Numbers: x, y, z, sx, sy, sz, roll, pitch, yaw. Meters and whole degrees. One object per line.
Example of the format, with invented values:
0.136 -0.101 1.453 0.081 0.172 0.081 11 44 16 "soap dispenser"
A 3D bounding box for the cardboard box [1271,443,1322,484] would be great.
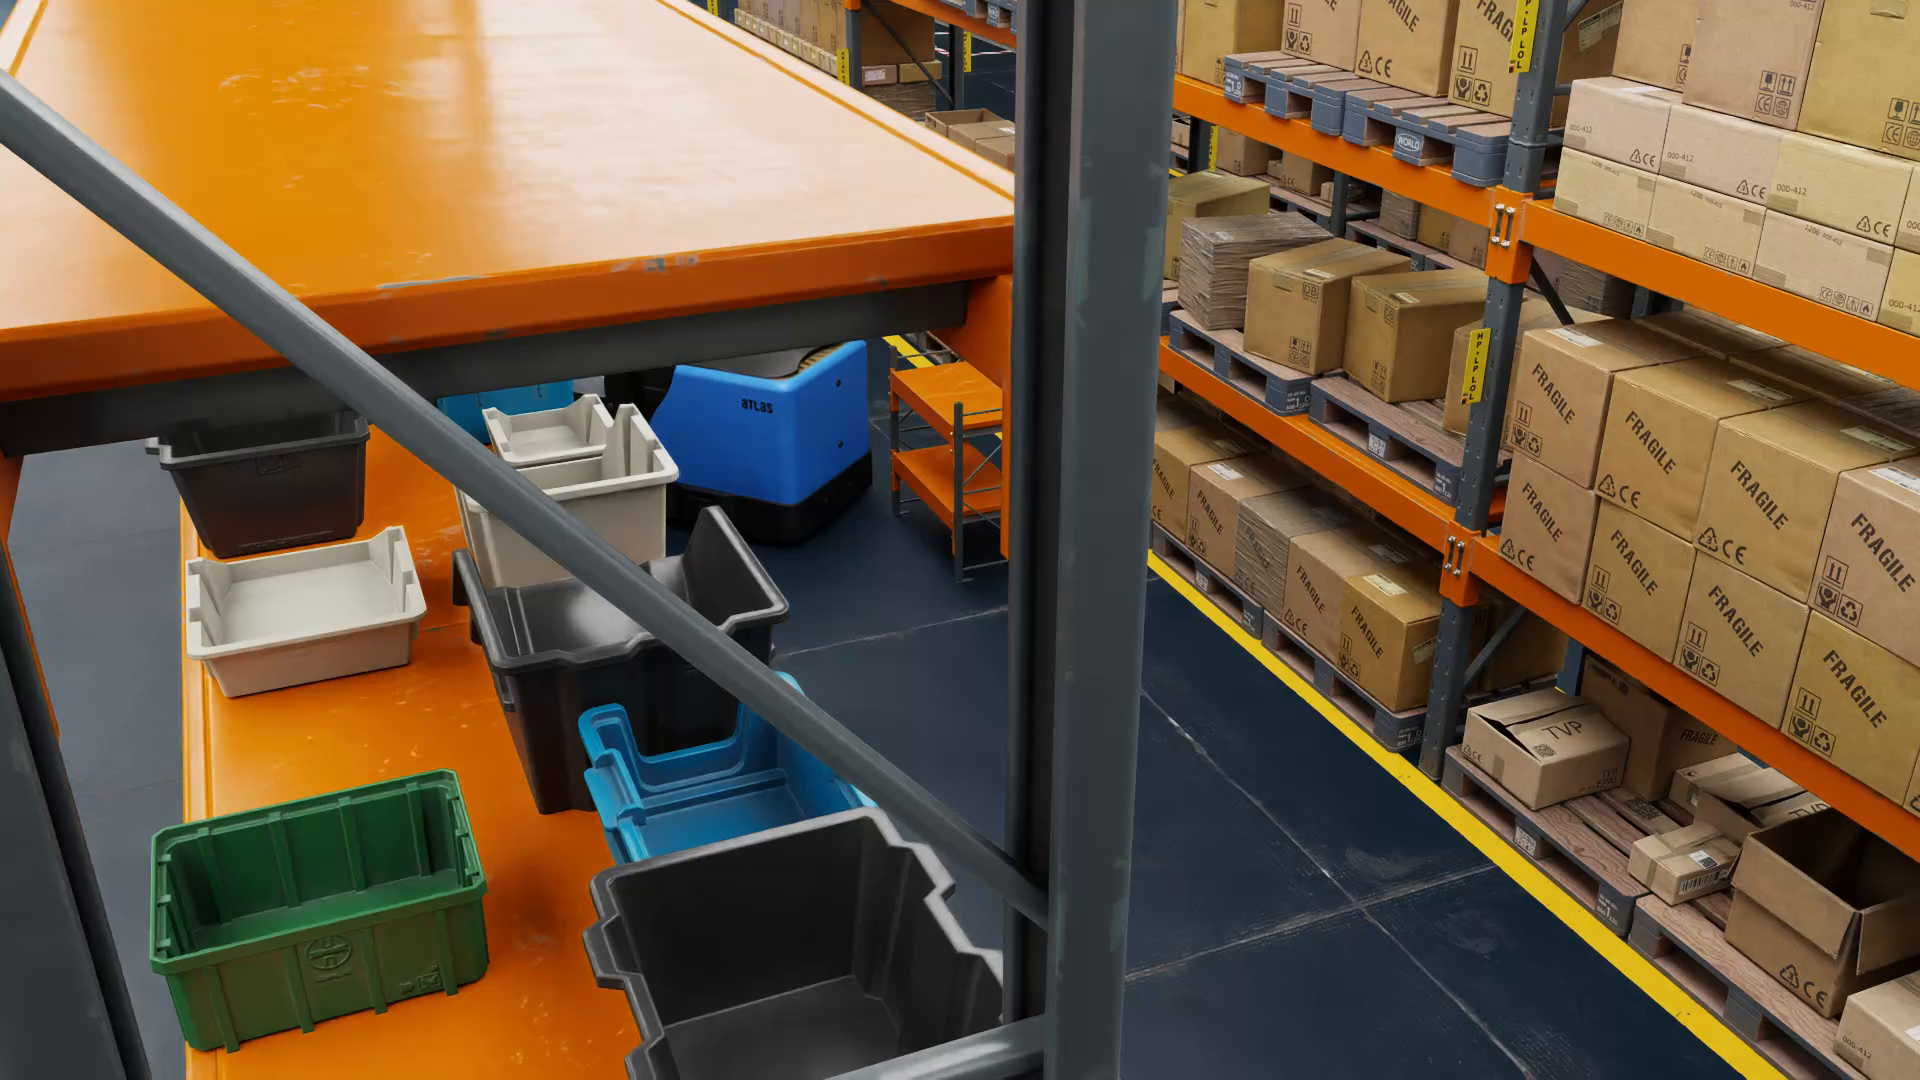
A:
2.129 -0.561 9.474 0.500 0.250 0.500 -11 28 -22 "cardboard box"

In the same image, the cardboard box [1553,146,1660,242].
2.646 -1.348 6.345 0.500 0.250 0.500 -11 28 -21 "cardboard box"

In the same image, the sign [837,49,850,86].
-0.960 -3.865 13.670 0.100 0.325 0.005 -11 28 -21 "sign"

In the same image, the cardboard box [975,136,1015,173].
0.444 -2.641 12.126 0.500 0.500 0.500 -12 29 -23 "cardboard box"

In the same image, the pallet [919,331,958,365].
0.356 -1.499 13.080 1.003 0.211 1.213 -11 28 -21 "pallet"

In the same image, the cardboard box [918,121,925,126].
-0.217 -3.278 13.715 0.500 0.250 0.500 -9 27 -17 "cardboard box"

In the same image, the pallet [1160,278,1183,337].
1.446 -1.574 10.273 1.213 0.211 1.003 -11 28 -21 "pallet"

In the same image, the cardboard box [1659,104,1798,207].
2.842 -1.371 5.822 0.500 0.250 0.500 -11 28 -21 "cardboard box"

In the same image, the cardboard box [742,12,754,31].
-1.955 -5.186 16.600 0.380 0.149 0.250 -11 28 -22 "cardboard box"

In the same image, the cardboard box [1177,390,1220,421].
1.699 -0.659 10.528 0.500 0.500 0.500 -9 28 -19 "cardboard box"

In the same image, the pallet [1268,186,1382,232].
3.811 -3.401 16.975 1.003 0.211 1.213 -11 28 -21 "pallet"

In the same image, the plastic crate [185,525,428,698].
-1.347 0.137 3.433 0.437 0.136 0.530 -11 28 -21 "plastic crate"

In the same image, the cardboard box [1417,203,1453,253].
4.659 -2.969 15.260 0.700 0.500 0.500 -11 28 -22 "cardboard box"

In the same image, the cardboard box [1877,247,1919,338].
3.231 -0.742 5.104 0.500 0.250 0.500 -11 28 -21 "cardboard box"

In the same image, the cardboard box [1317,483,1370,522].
2.310 -0.035 9.250 0.500 0.500 0.500 -10 28 -20 "cardboard box"

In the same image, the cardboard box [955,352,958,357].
0.287 -1.456 12.469 0.500 0.250 0.500 -10 28 -19 "cardboard box"

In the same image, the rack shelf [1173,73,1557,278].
1.900 -2.139 8.613 1.077 0.370 4.000 -11 28 -21 "rack shelf"

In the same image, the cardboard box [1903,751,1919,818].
3.427 0.718 5.247 0.500 0.500 0.500 -10 28 -20 "cardboard box"

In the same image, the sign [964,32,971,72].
0.045 -4.118 14.036 0.100 0.325 0.005 -11 28 -21 "sign"

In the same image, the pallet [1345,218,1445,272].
4.413 -2.822 15.789 1.003 0.211 1.213 -11 28 -21 "pallet"

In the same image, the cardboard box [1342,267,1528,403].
2.376 -1.037 8.362 0.700 0.500 0.500 -6 27 -12 "cardboard box"

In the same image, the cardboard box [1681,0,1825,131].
2.974 -1.733 5.708 0.700 0.500 0.500 -11 28 -21 "cardboard box"

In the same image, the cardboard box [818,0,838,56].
-0.829 -4.546 14.550 0.700 0.500 0.500 -11 28 -21 "cardboard box"

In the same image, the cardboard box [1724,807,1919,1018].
3.423 1.375 6.359 0.797 0.503 0.637 -11 28 -21 "cardboard box"

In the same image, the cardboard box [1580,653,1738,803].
3.167 0.800 7.540 0.500 0.500 0.500 -11 28 -21 "cardboard box"

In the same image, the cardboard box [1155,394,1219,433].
1.242 -0.553 10.311 0.500 0.500 0.500 -12 28 -22 "cardboard box"

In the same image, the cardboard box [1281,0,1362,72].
2.029 -2.687 8.210 0.600 0.600 0.600 -12 28 -23 "cardboard box"

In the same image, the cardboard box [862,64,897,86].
-0.754 -3.946 14.059 0.380 0.149 0.250 -11 28 -21 "cardboard box"

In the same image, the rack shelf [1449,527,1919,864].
3.466 0.824 5.963 1.077 0.370 4.000 -11 28 -21 "rack shelf"

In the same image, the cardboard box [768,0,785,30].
-1.416 -5.152 15.791 0.700 0.500 0.500 -10 28 -20 "cardboard box"

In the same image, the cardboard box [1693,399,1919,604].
3.012 -0.147 5.878 0.500 0.500 0.500 -11 28 -22 "cardboard box"

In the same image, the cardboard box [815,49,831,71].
-1.057 -4.257 14.697 0.380 0.149 0.250 -11 28 -21 "cardboard box"

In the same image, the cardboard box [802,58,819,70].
-1.035 -4.174 15.267 0.700 0.500 0.500 -10 28 -20 "cardboard box"

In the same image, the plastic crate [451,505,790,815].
-0.655 0.174 3.127 0.504 0.338 0.767 -11 28 -21 "plastic crate"

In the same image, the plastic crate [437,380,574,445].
-1.226 -0.417 4.457 0.416 0.233 0.300 -11 28 -21 "plastic crate"

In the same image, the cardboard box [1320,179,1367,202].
3.869 -3.524 16.777 0.380 0.166 0.250 -15 30 -27 "cardboard box"

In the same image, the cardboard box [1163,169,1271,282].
1.467 -1.920 10.172 0.700 0.500 0.500 -22 34 -37 "cardboard box"

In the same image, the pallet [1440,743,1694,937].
2.951 1.224 7.503 1.003 0.211 1.213 -11 28 -21 "pallet"

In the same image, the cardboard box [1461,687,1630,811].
2.648 0.910 7.530 0.500 0.311 0.500 -11 28 -21 "cardboard box"

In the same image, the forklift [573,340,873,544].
-2.127 -1.723 10.438 3.031 2.935 1.130 12 28 23 "forklift"

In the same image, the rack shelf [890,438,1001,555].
0.003 -0.283 10.105 0.538 0.278 1.000 -11 28 -21 "rack shelf"

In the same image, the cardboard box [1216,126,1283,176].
3.193 -4.249 17.880 0.700 0.500 0.500 -12 29 -24 "cardboard box"

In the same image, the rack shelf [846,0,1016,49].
0.333 -3.754 11.920 1.077 0.370 4.000 -11 28 -21 "rack shelf"

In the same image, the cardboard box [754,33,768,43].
-1.635 -4.794 16.536 0.700 0.500 0.500 -10 28 -19 "cardboard box"

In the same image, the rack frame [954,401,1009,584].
0.202 -0.298 9.577 0.500 1.125 0.032 -11 28 -21 "rack frame"

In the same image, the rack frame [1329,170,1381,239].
4.107 -4.389 15.820 1.000 3.000 0.127 -11 28 -21 "rack frame"

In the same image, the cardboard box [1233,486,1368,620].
1.844 0.065 9.045 0.500 0.500 0.500 -10 28 -20 "cardboard box"

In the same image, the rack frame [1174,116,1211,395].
1.116 -1.922 10.767 1.000 3.000 0.127 -11 28 -21 "rack frame"

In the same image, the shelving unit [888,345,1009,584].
0.003 -0.503 9.998 0.538 1.125 1.048 -11 28 -21 "shelving unit"

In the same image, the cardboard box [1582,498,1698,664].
2.835 0.107 6.498 0.500 0.500 0.500 -10 28 -20 "cardboard box"

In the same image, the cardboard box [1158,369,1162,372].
1.182 -1.389 11.691 0.500 0.311 0.500 -10 28 -19 "cardboard box"

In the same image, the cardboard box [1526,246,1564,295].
5.248 -2.358 14.009 0.700 0.500 0.500 -11 28 -21 "cardboard box"

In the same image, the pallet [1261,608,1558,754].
2.330 0.625 8.730 1.003 0.211 1.213 -11 28 -21 "pallet"

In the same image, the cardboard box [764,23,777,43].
-1.655 -4.876 15.964 0.380 0.149 0.250 -12 28 -22 "cardboard box"

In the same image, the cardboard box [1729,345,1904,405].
3.322 -0.435 6.468 0.500 0.500 0.500 -11 28 -22 "cardboard box"

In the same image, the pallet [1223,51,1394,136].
2.083 -2.264 8.263 1.213 0.211 1.003 -11 28 -21 "pallet"

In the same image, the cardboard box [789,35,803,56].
-1.356 -4.565 15.328 0.380 0.149 0.250 -10 28 -19 "cardboard box"
